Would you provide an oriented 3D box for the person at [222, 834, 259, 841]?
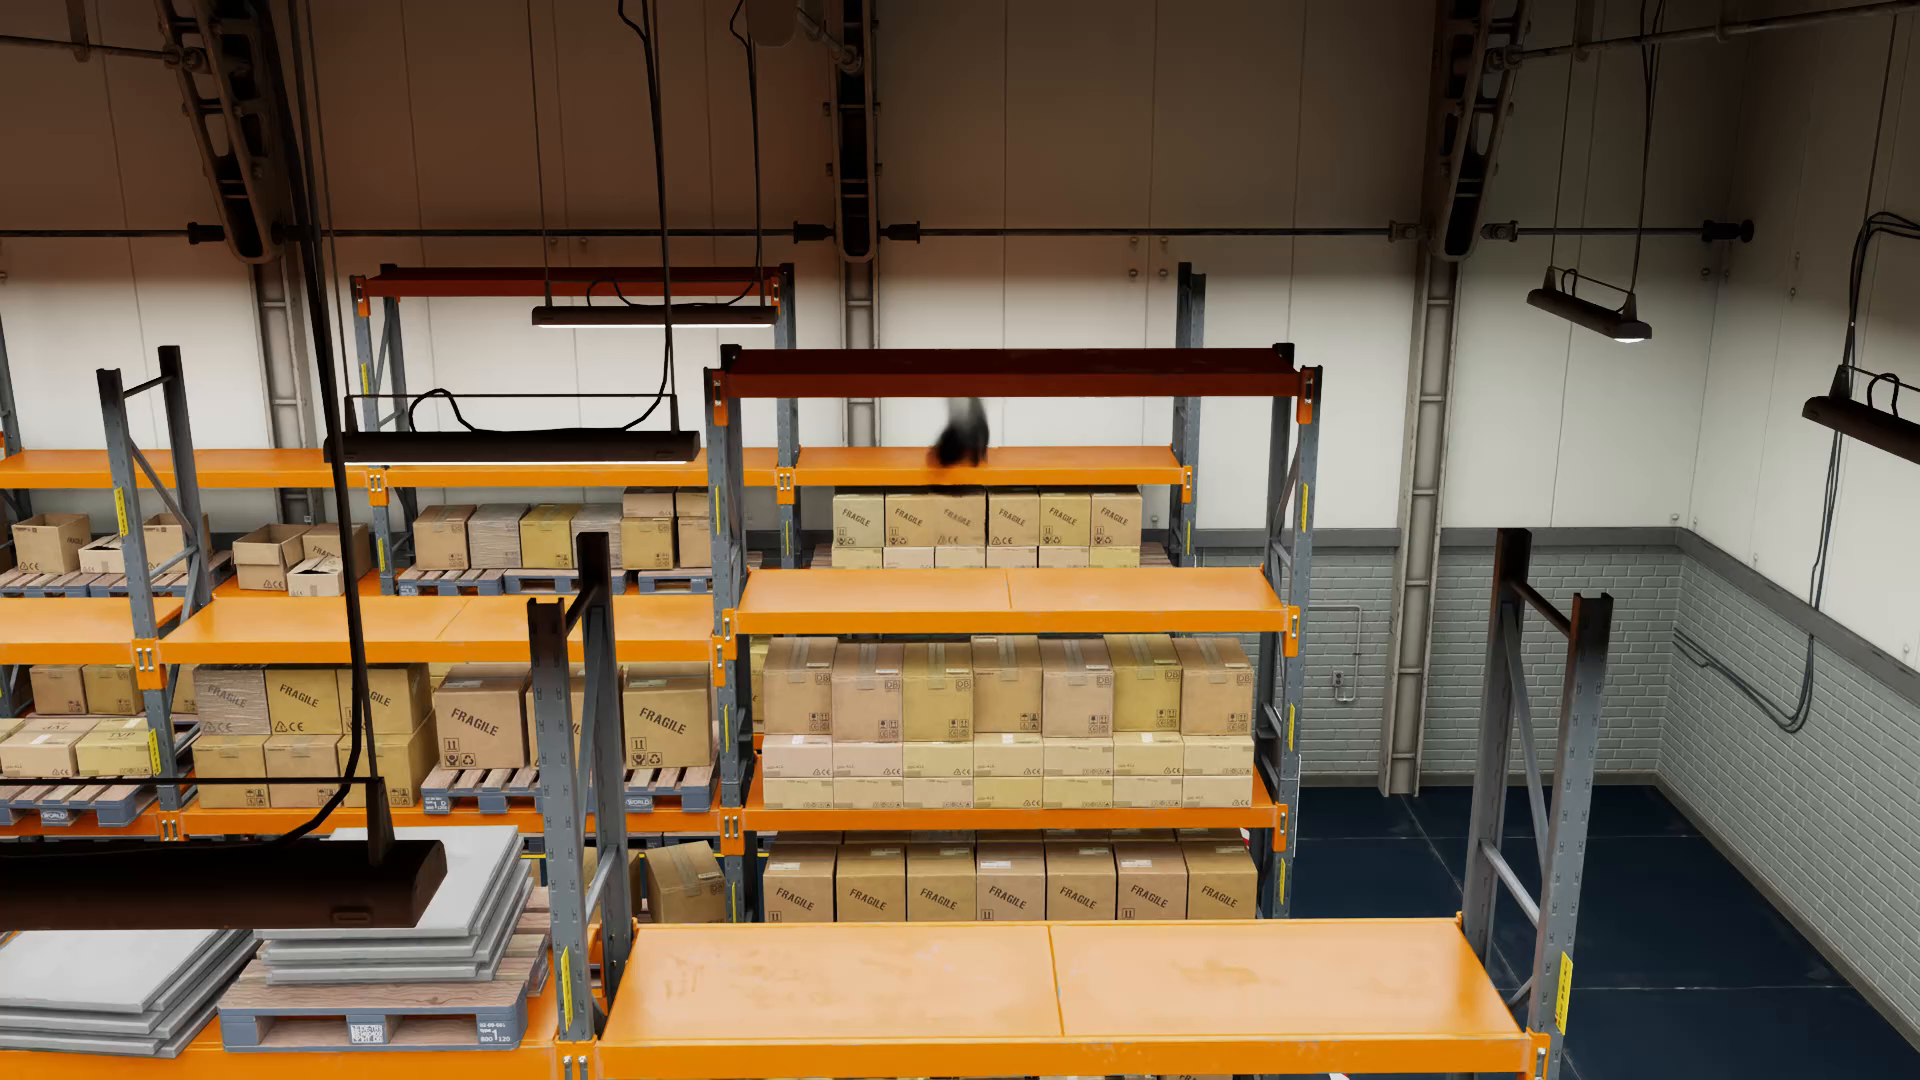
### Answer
[{"bbox_3d":[-6.170,3.187,14.712,0.566,1.644,0.552,-11,19,-33],"label":"person"}]
